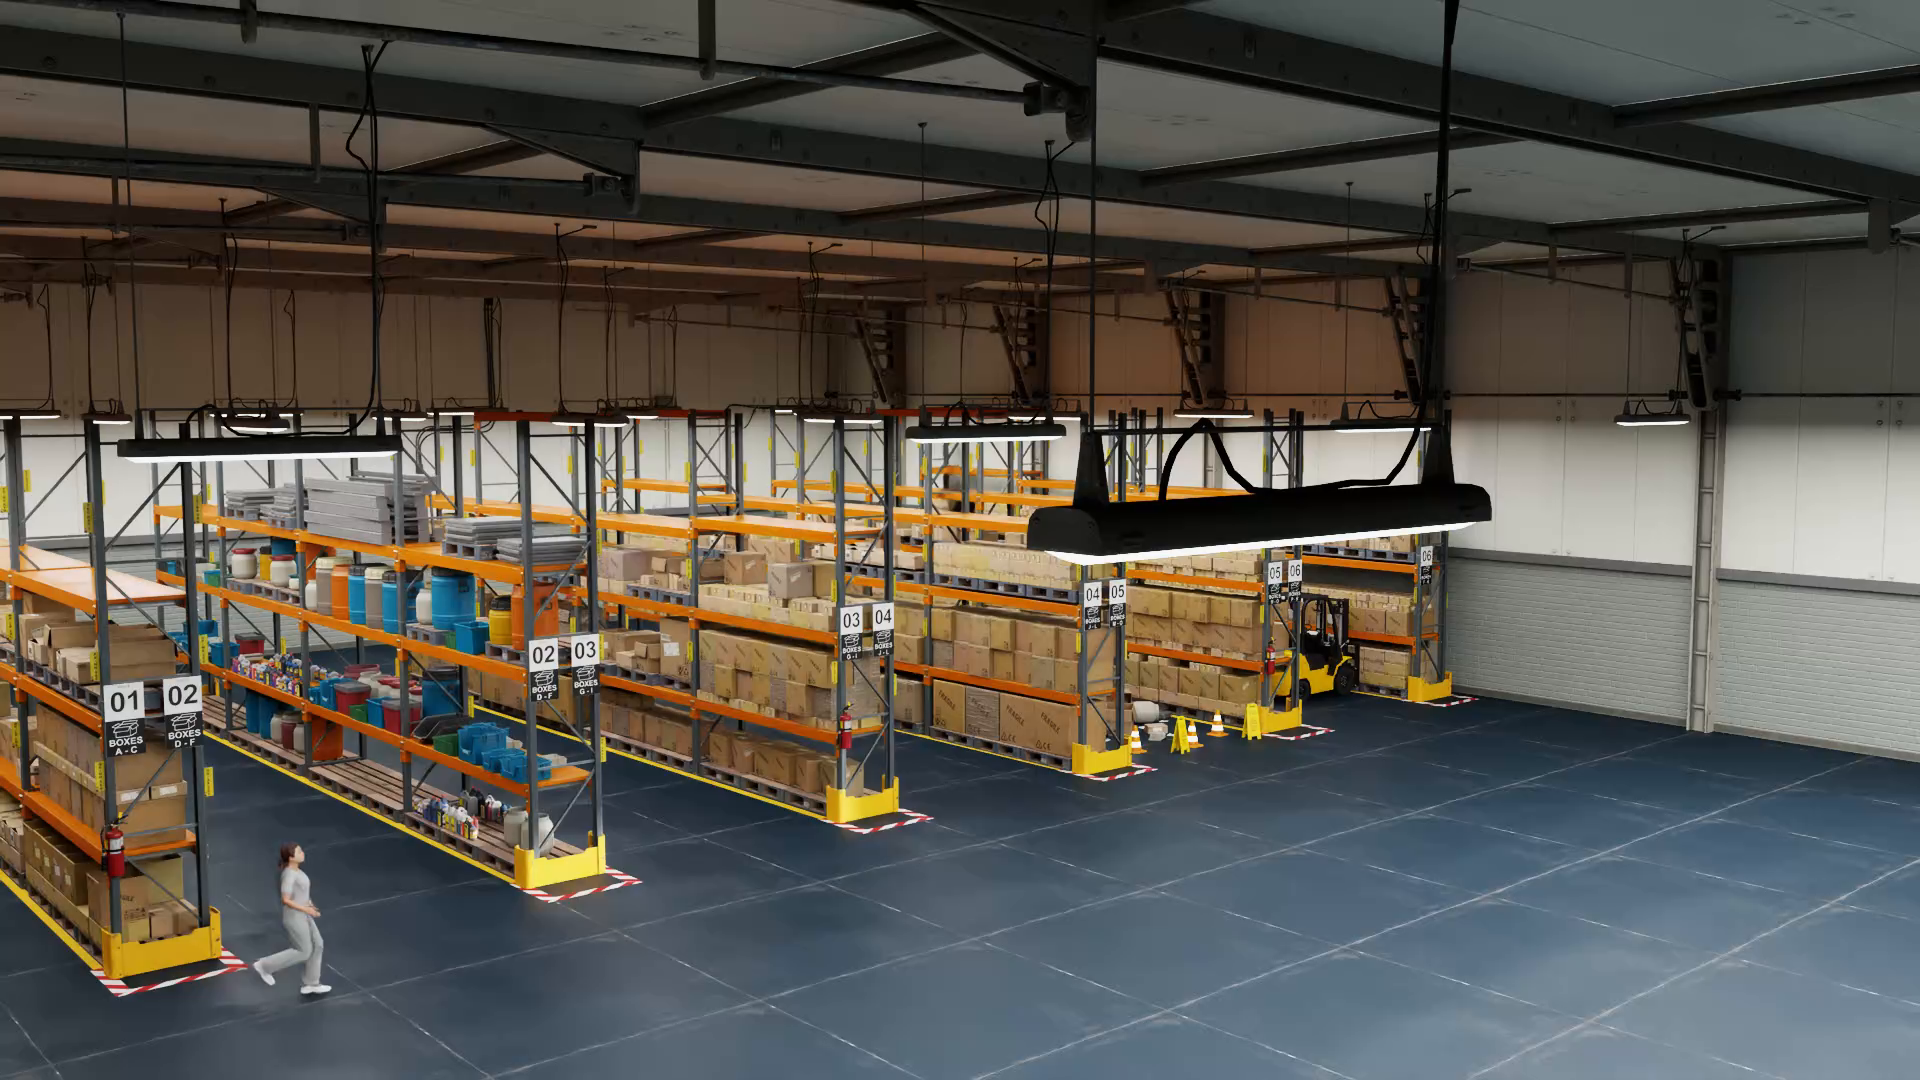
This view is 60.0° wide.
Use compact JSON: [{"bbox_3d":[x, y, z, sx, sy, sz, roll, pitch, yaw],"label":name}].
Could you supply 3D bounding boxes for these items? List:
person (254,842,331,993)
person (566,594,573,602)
[{"bbox_3d":[-7.036,3.984,17.500,0.743,1.641,0.576,-1,5,-16],"label":"person"},{"bbox_3d":[-9.055,2.096,38.421,0.703,1.741,0.884,-1,5,-12],"label":"person"}]
